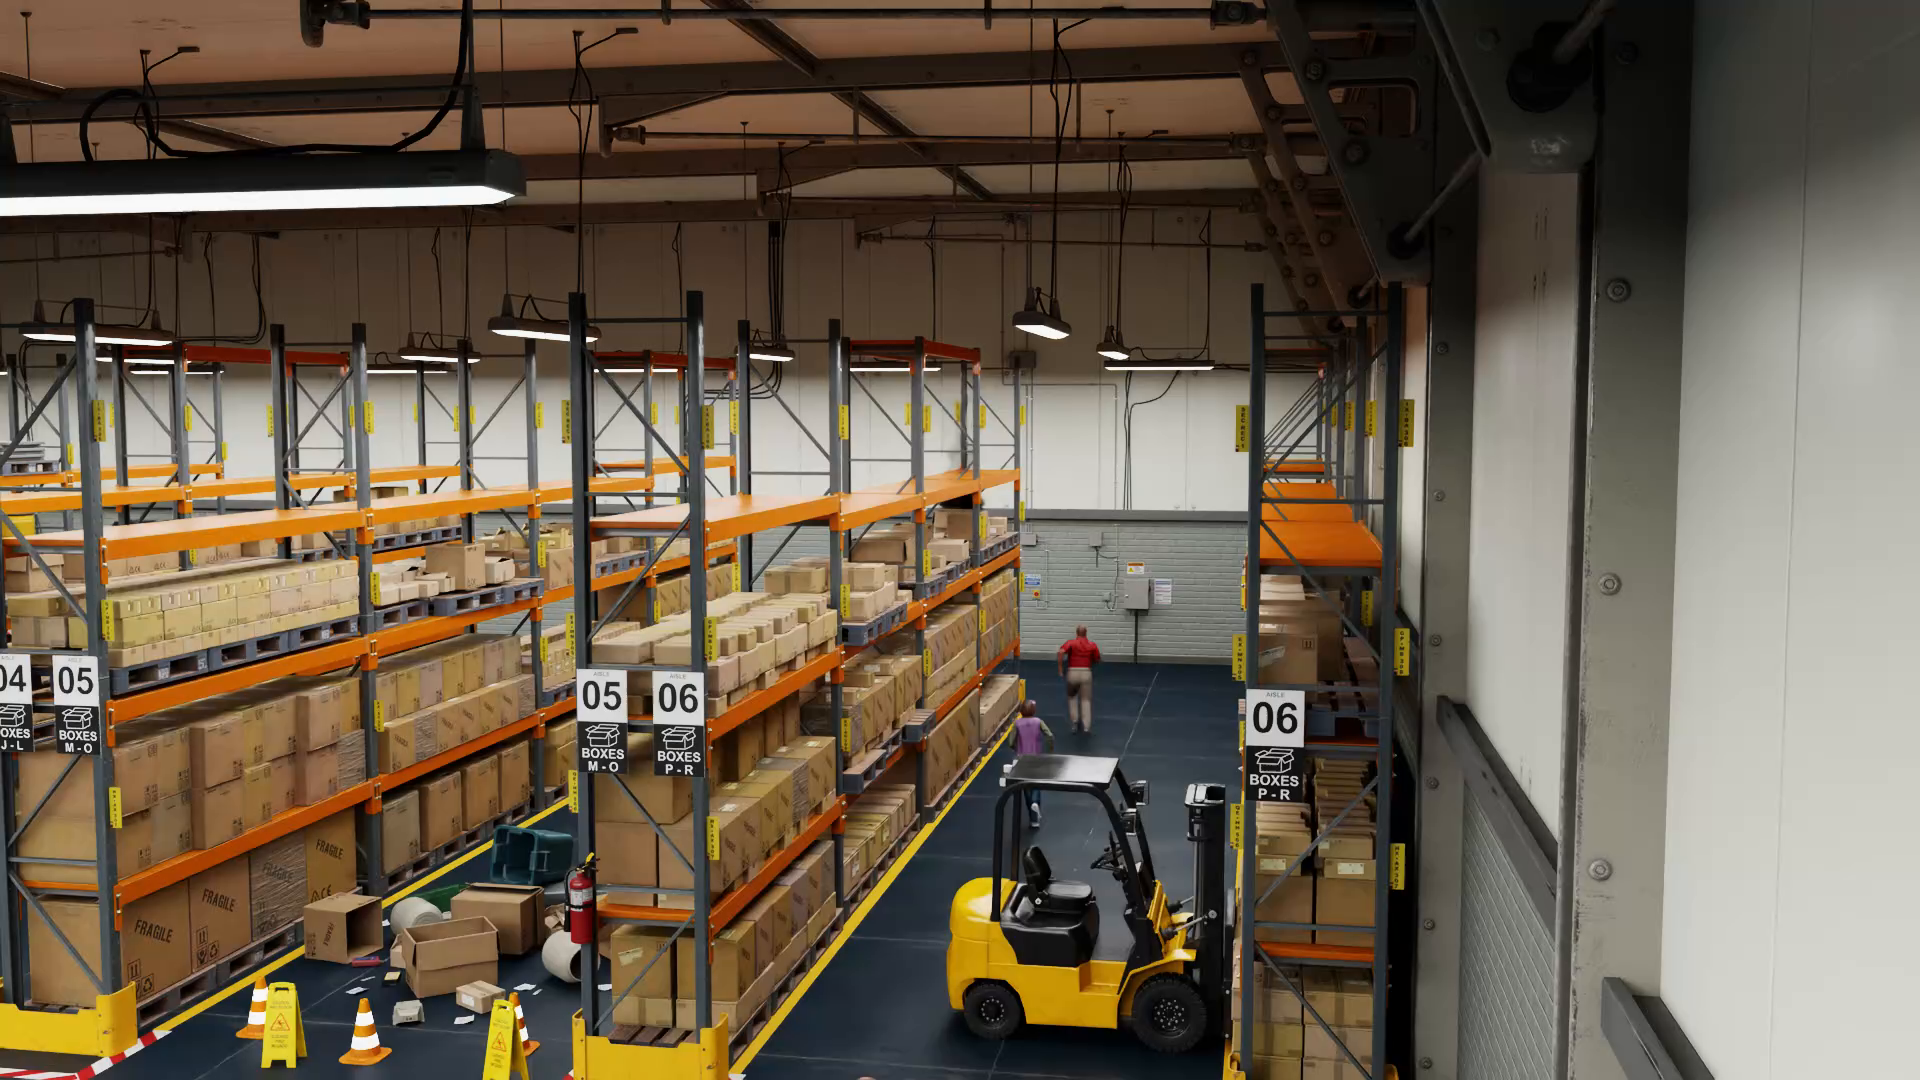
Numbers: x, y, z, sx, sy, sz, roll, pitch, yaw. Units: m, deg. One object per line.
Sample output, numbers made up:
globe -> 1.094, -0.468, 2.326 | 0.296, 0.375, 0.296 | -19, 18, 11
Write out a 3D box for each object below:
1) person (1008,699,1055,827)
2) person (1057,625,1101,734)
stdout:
person -> 0.875, 2.740, 20.537 | 0.573, 1.567, 0.476 | 0, 5, -1
person -> 1.868, 2.217, 26.131 | 0.672, 1.774, 0.901 | 1, 5, 6
